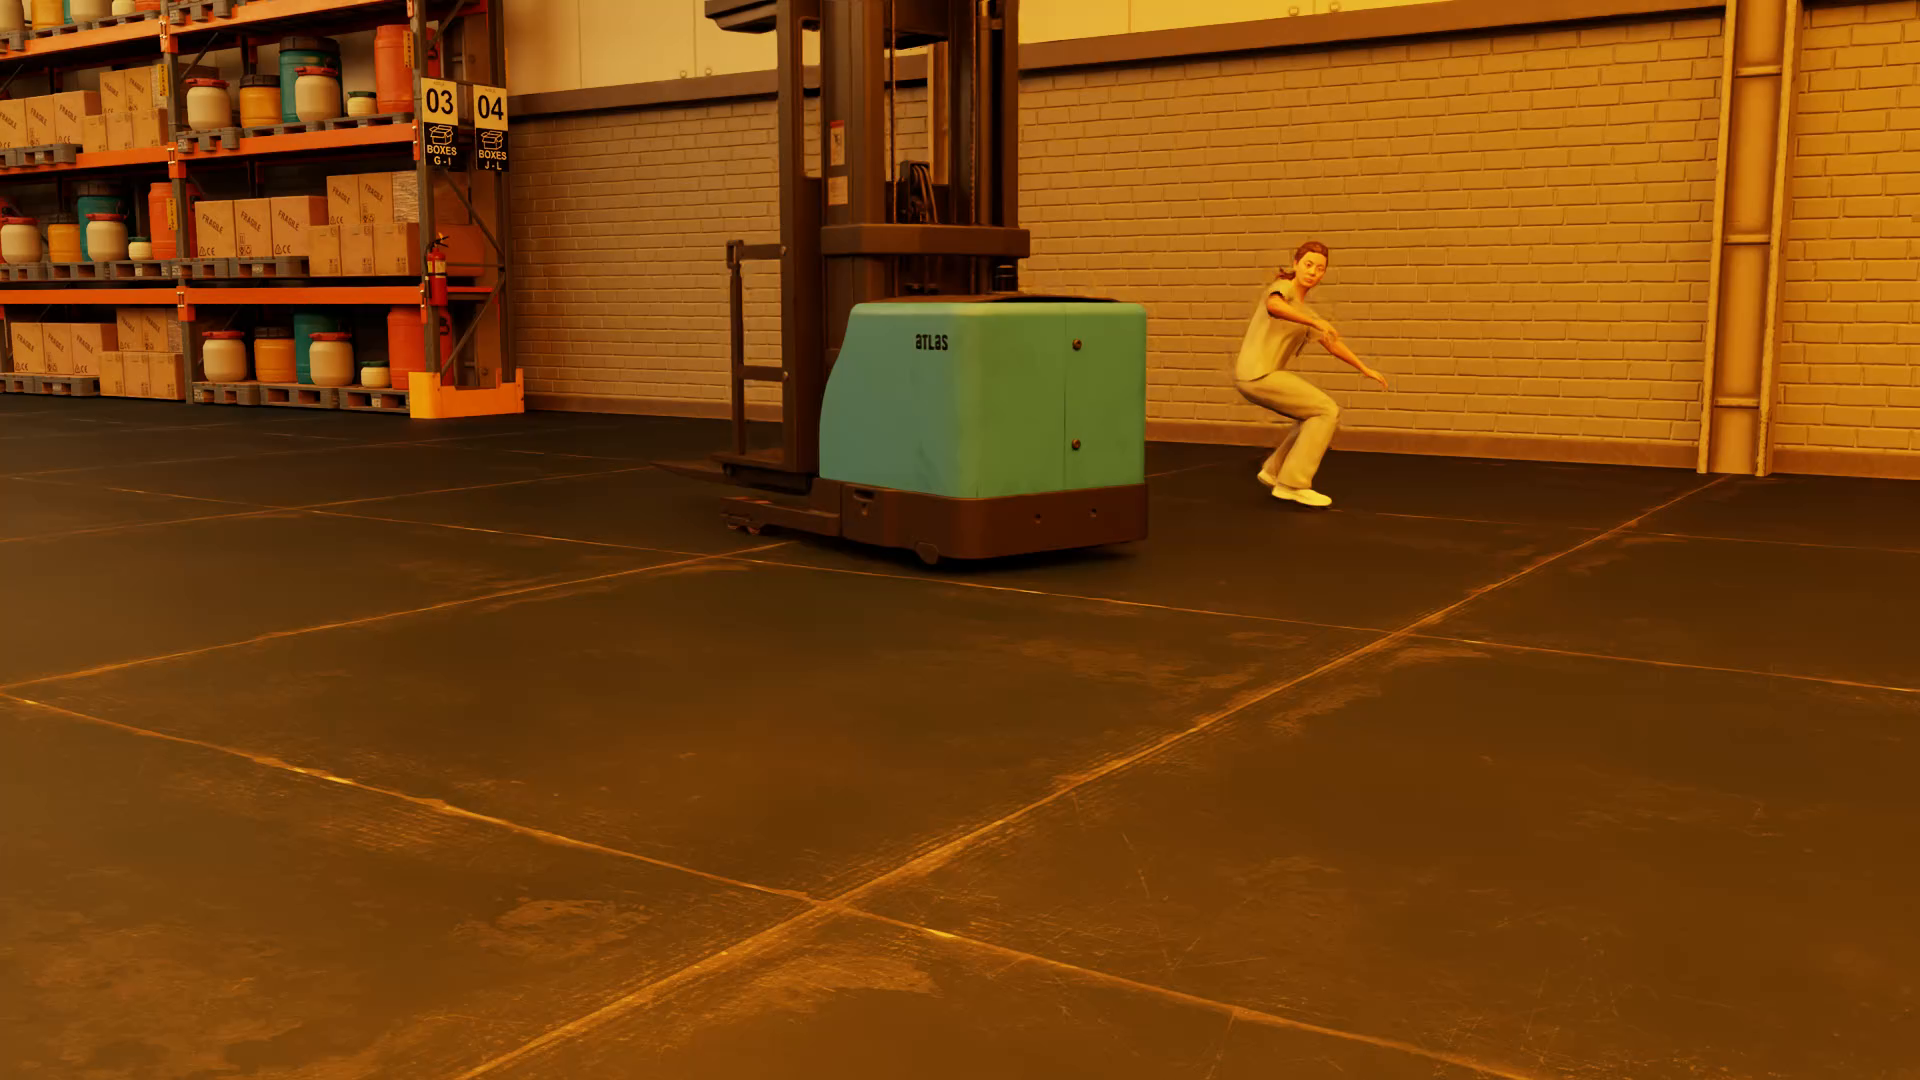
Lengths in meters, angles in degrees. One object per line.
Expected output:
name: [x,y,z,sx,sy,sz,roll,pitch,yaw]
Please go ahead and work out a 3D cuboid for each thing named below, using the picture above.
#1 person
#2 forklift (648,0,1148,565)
person: [1.855,-0.861,8.791,0.805,1.416,0.727,2,8,13]
forklift: [-0.494,-1.511,7.819,1.130,2.935,3.031,-6,10,-37]
